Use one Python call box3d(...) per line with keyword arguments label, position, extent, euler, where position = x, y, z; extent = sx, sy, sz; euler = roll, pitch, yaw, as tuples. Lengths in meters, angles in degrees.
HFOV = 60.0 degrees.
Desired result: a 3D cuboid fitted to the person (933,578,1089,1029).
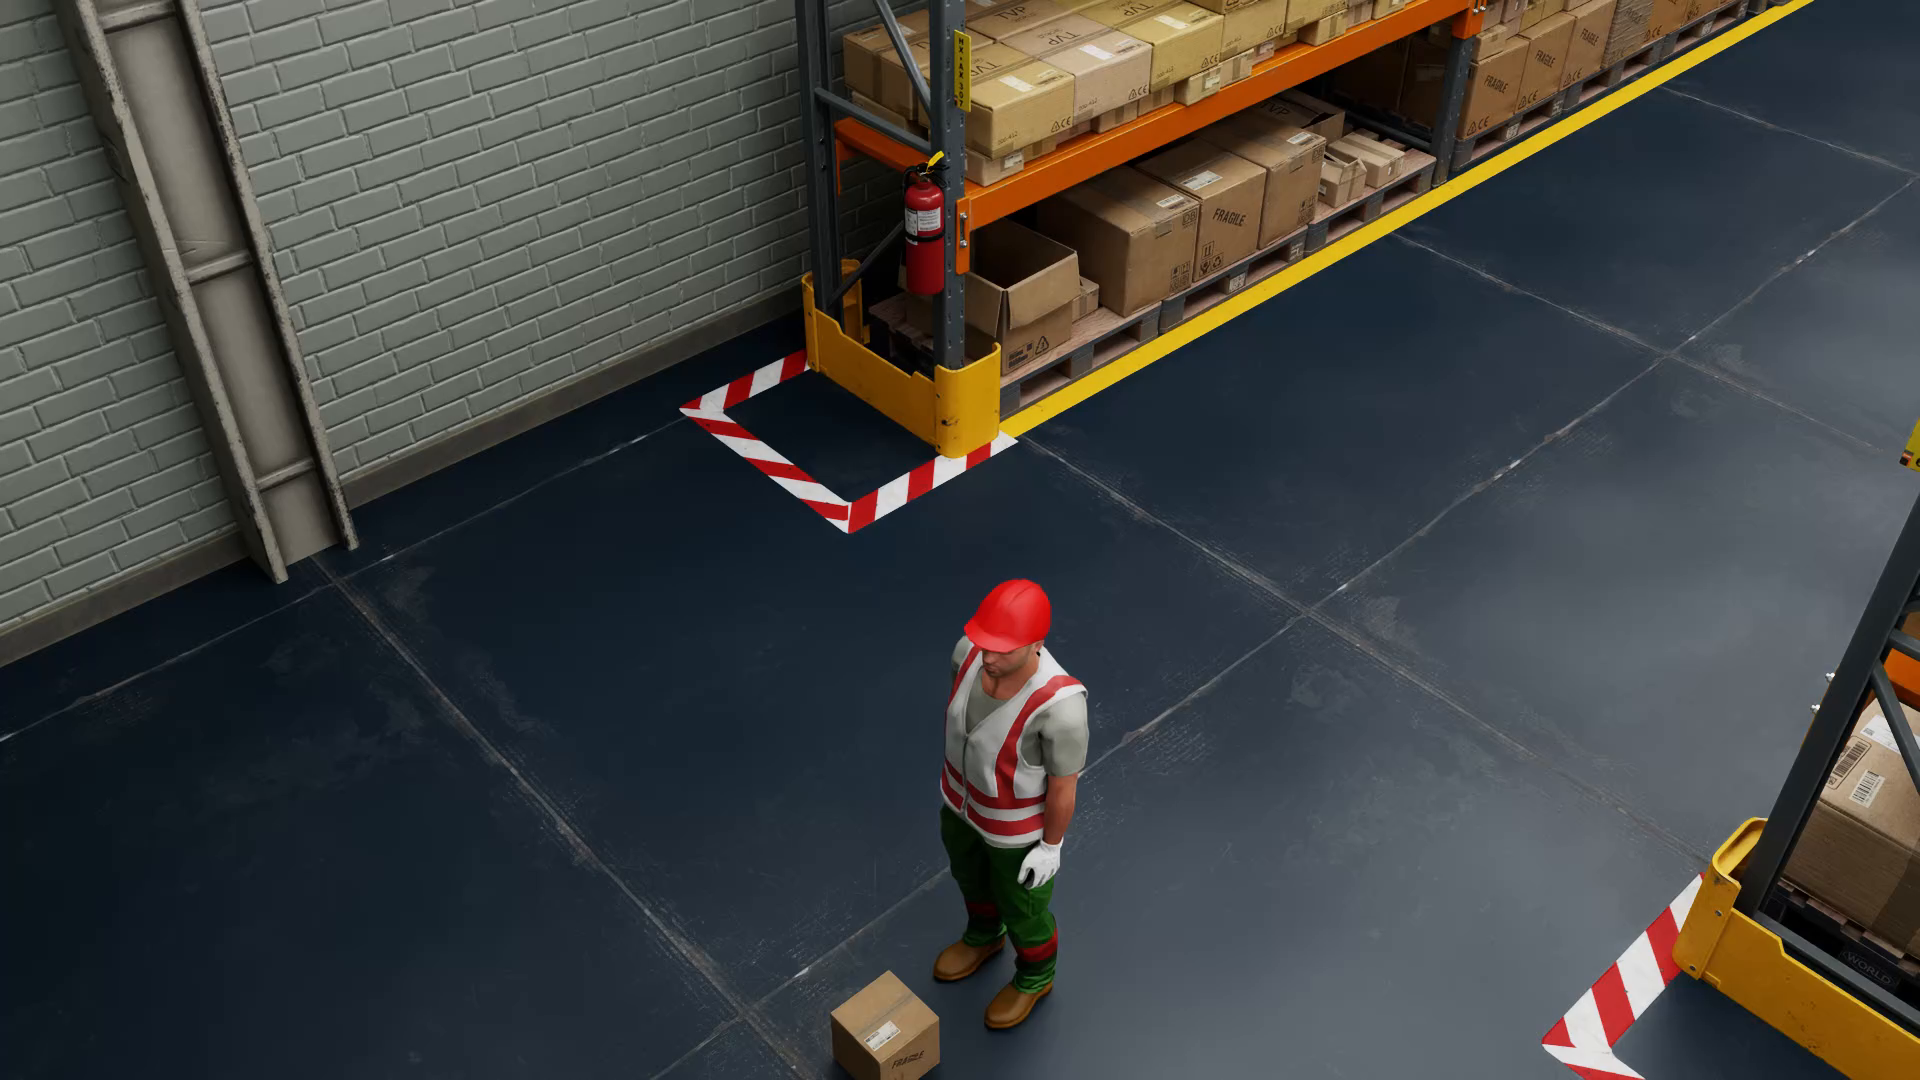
box3d(label="person", position=(0.137, 0.824, 5.137), extent=(0.335, 1.785, 0.524), euler=(-29, 48, -30))
